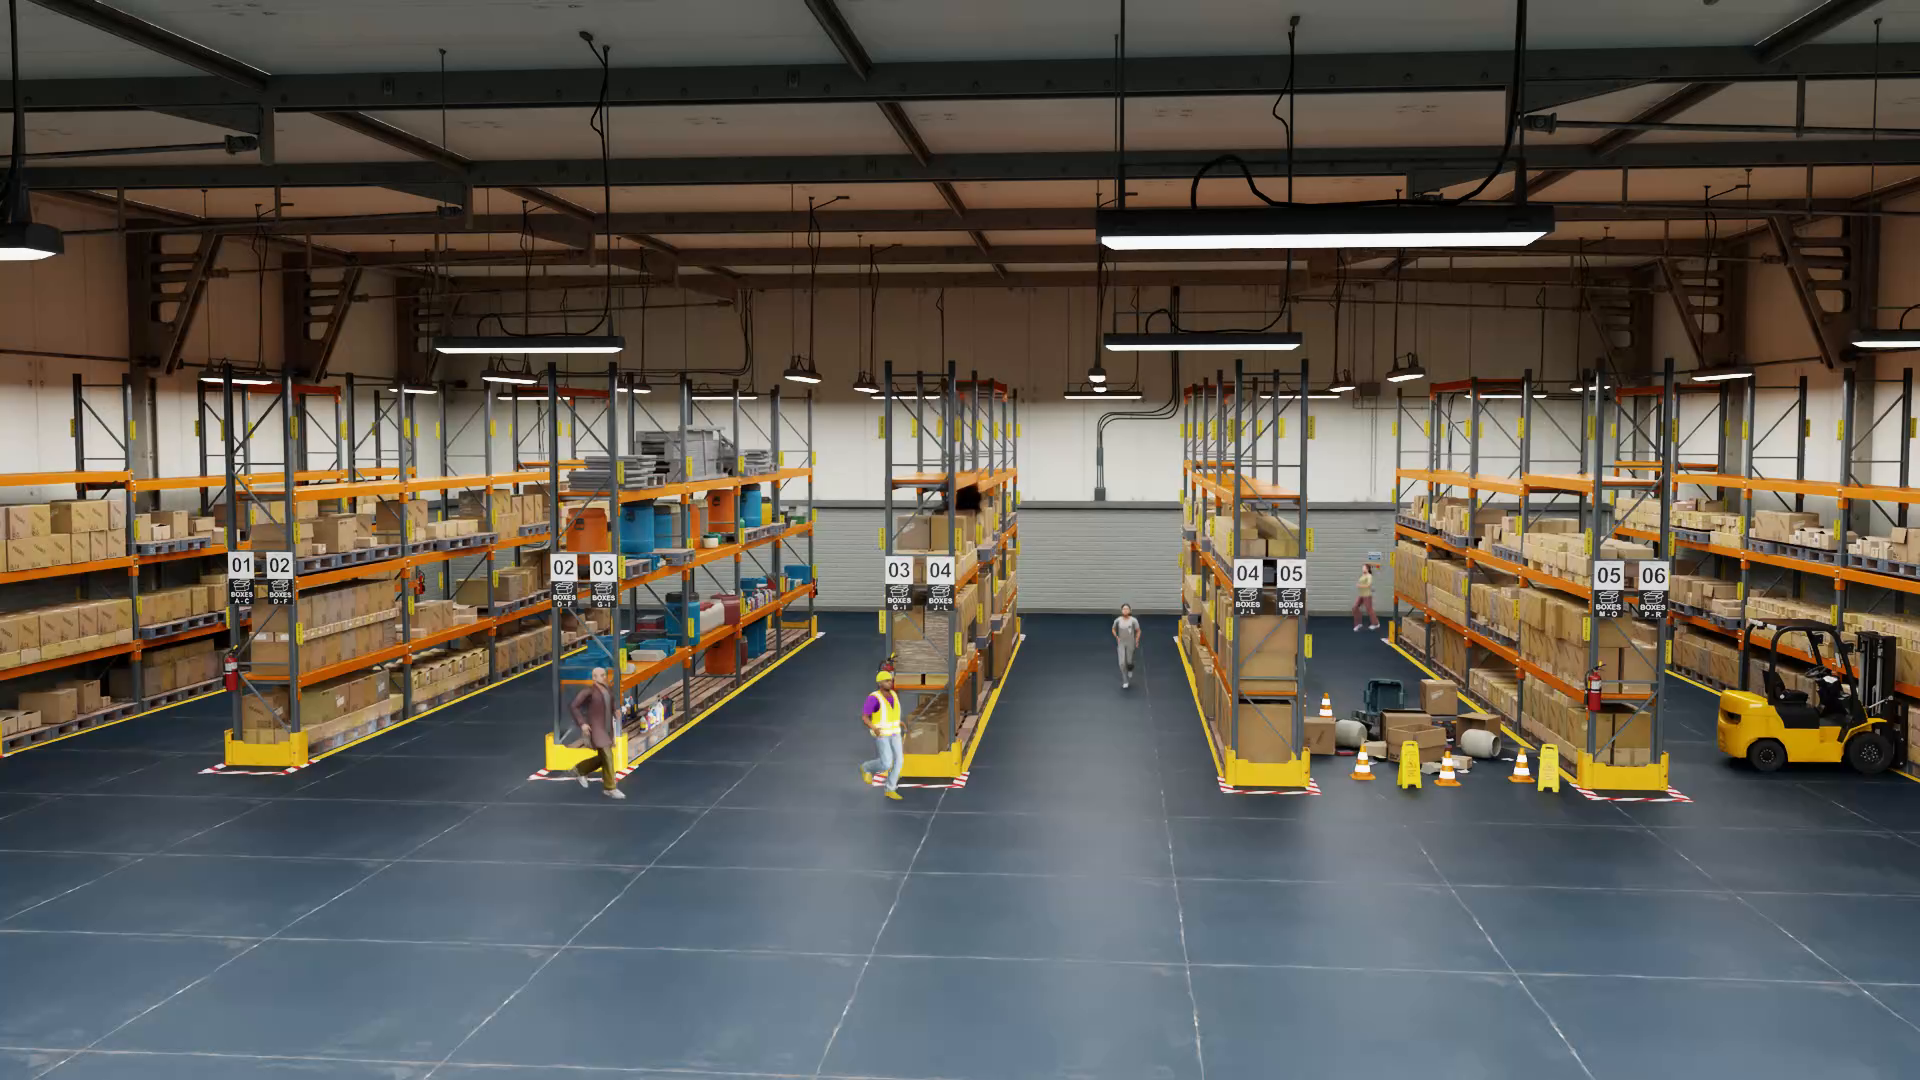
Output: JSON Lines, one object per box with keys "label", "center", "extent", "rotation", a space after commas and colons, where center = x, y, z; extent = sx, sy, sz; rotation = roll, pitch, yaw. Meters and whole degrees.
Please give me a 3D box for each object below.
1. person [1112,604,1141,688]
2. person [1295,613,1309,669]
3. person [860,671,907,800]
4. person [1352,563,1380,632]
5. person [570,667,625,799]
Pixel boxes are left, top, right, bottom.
{"label": "person", "center": [3.251, 2.057, 32.562], "extent": [0.565, 1.630, 0.572], "rotation": [1, 4, 9]}
{"label": "person", "center": [6.992, 1.941, 34.832], "extent": [0.543, 1.563, 0.486], "rotation": [0, 4, -7]}
{"label": "person", "center": [-1.040, 2.652, 22.750], "extent": [0.700, 1.738, 0.720], "rotation": [-4, 5, -44]}
{"label": "person", "center": [10.127, 1.456, 41.459], "extent": [0.735, 1.697, 0.545], "rotation": [-1, 4, -16]}
{"label": "person", "center": [-4.973, 2.637, 22.825], "extent": [0.917, 1.795, 0.742], "rotation": [2, 4, 26]}
